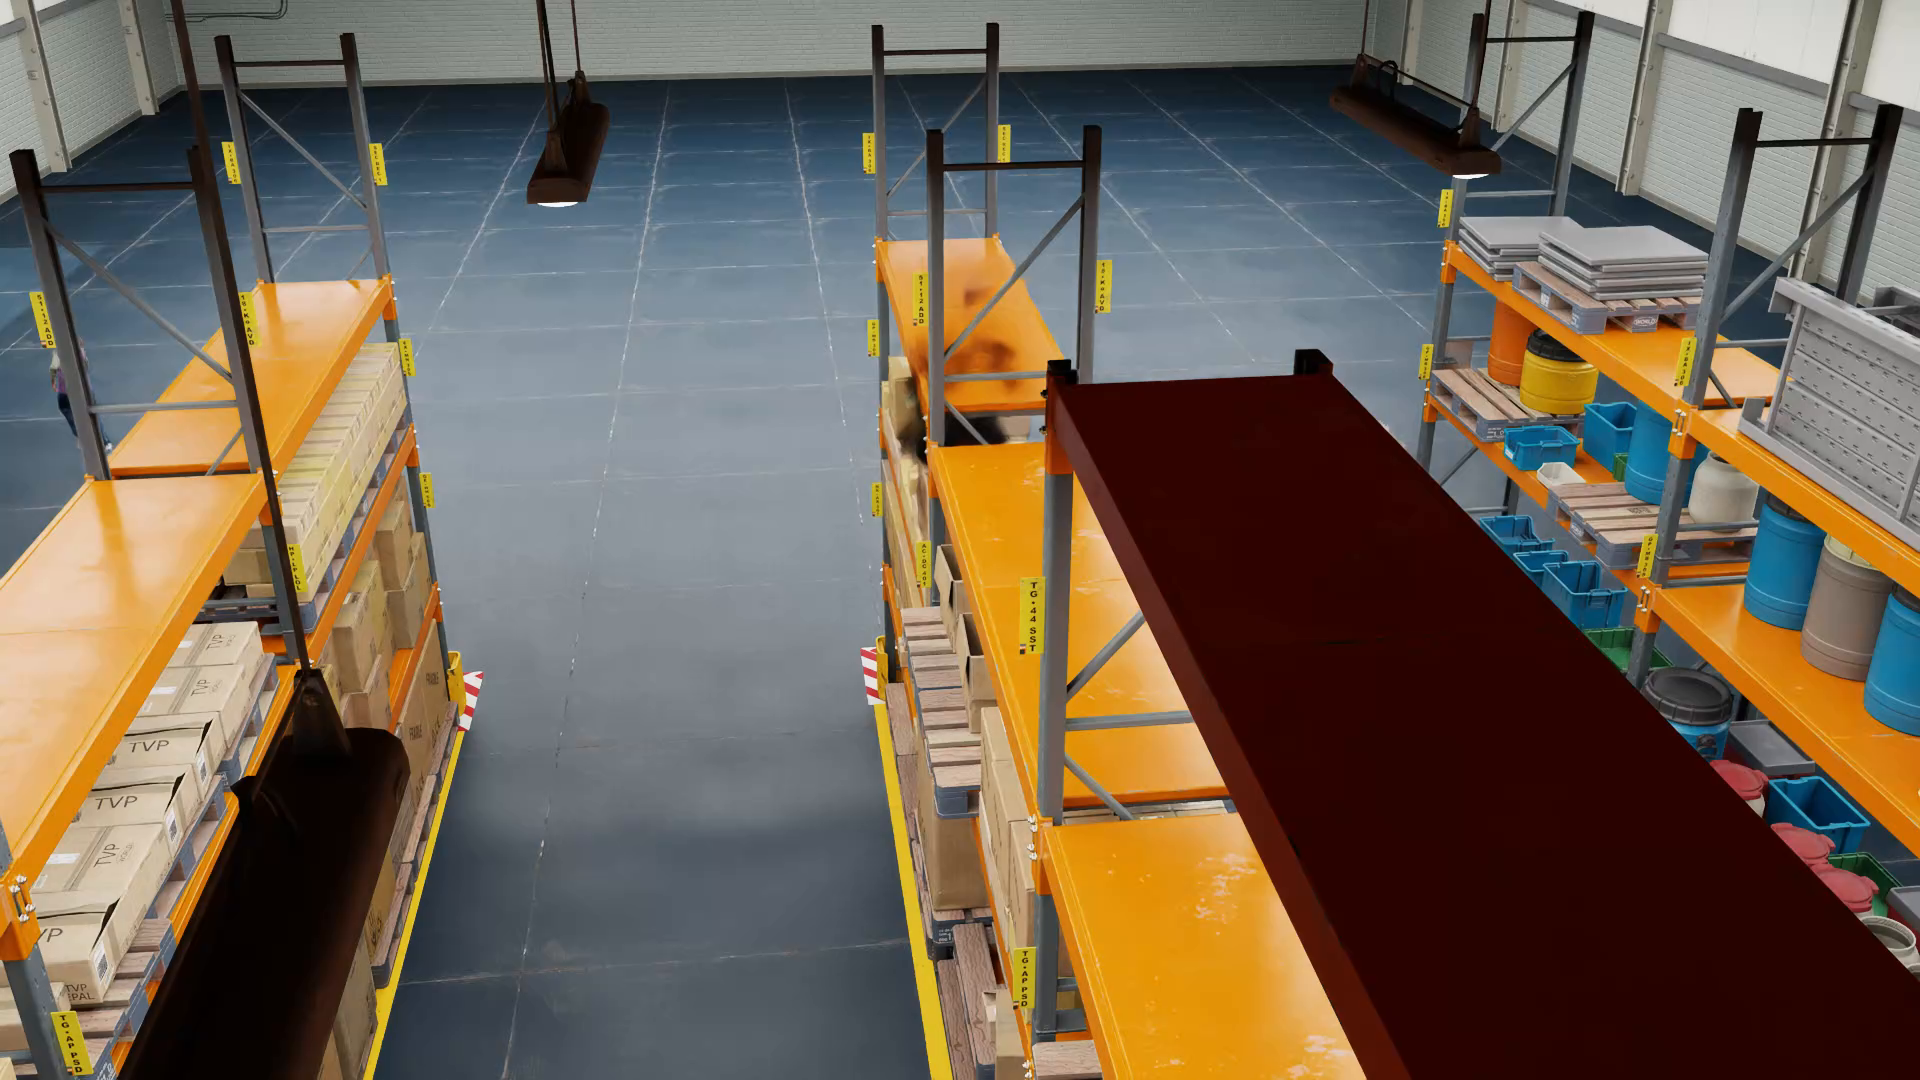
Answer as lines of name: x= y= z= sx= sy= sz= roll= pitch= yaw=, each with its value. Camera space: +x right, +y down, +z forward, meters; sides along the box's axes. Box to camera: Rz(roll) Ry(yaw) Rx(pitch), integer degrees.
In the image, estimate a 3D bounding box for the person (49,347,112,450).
person: x=-10.911 y=-1.829 z=20.481 sx=0.809 sy=1.596 sz=0.546 roll=22 pitch=33 yaw=38
